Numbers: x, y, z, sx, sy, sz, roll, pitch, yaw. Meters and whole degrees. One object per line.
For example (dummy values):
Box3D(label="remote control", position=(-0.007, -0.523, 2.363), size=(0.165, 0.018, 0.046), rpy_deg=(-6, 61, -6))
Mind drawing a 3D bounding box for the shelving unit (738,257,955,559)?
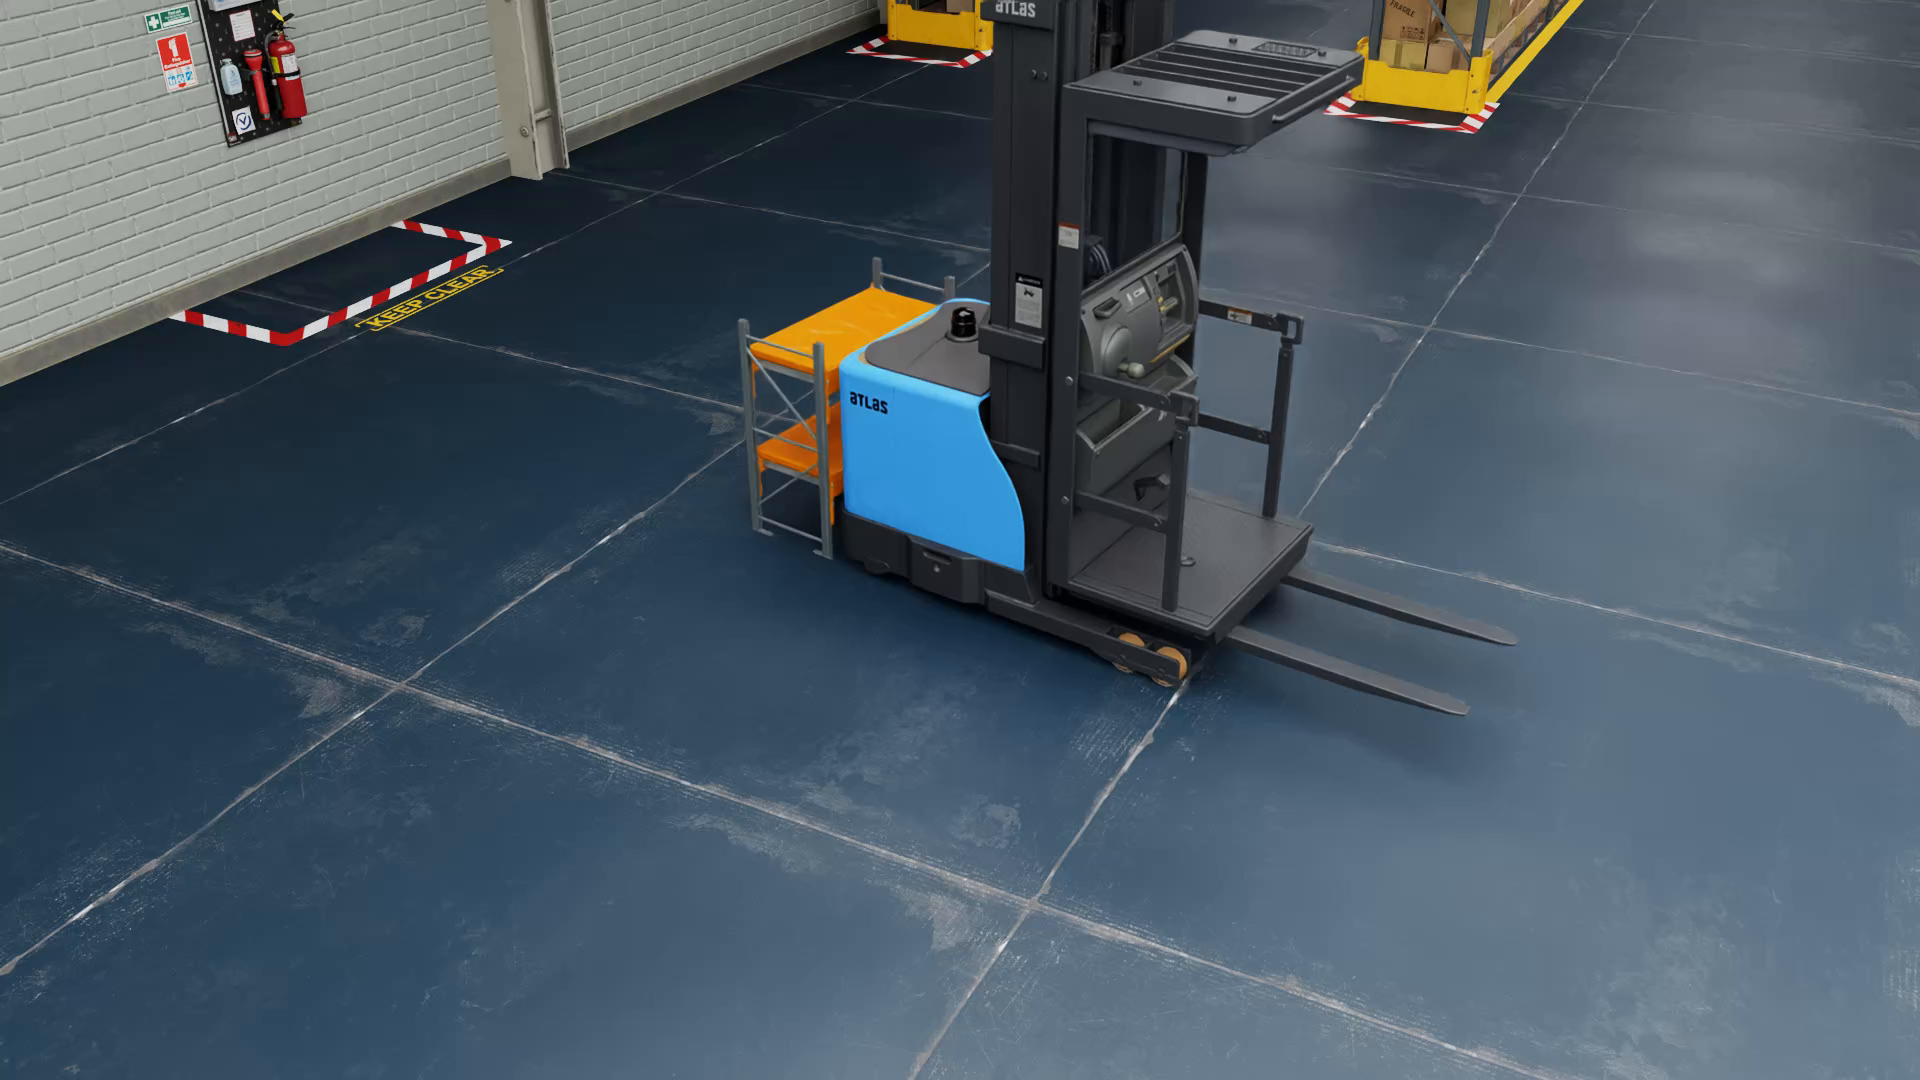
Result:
Box3D(label="shelving unit", position=(-0.533, -0.678, 8.302), size=(0.538, 1.125, 1.048), rpy_deg=(20, 35, 30))

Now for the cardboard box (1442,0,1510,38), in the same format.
Box3D(label="cardboard box", position=(4.864, -5.042, 15.604), size=(0.500, 0.500, 0.500), rpy_deg=(14, 33, 23))

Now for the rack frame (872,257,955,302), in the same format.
Box3D(label="rack frame", position=(-0.237, -0.884, 8.660), size=(0.500, 1.125, 0.032), rpy_deg=(20, 35, 30))

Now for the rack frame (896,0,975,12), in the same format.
Box3D(label="rack frame", position=(-0.216, -6.440, 16.452), size=(1.000, 3.000, 0.127), rpy_deg=(14, 33, 23))

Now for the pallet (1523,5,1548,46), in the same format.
Box3D(label="pallet", position=(5.618, -5.539, 17.683), size=(1.003, 0.211, 1.213), rpy_deg=(14, 33, 23))

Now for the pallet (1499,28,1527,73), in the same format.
Box3D(label="pallet", position=(5.063, -4.996, 16.738), size=(1.003, 0.211, 1.213), rpy_deg=(14, 33, 23))

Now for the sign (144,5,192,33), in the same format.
Box3D(label="sign", position=(-4.894, -3.223, 10.283), size=(0.001, 0.109, 0.331), rpy_deg=(14, 33, 23))

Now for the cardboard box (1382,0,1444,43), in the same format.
Box3D(label="cardboard box", position=(4.175, -4.938, 15.423), size=(0.500, 0.500, 0.500), rpy_deg=(14, 33, 23))

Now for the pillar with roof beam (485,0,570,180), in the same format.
Box3D(label="pillar with roof beam", position=(0.432, -5.911, 9.508), size=(9.100, 9.000, 0.400), rpy_deg=(14, 33, 23))

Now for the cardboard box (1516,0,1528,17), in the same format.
Box3D(label="cardboard box", position=(5.323, -5.484, 16.374), size=(0.500, 0.500, 0.500), rpy_deg=(14, 33, 23))

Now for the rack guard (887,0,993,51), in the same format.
Box3D(label="rack guard", position=(-0.181, -5.390, 17.133), size=(1.175, 0.500, 0.348), rpy_deg=(14, 33, 23))

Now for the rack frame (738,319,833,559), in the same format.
Box3D(label="rack frame", position=(-0.829, -0.473, 7.943), size=(0.500, 1.125, 0.032), rpy_deg=(20, 35, 30))

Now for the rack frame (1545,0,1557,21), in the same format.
Box3D(label="rack frame", position=(6.018, -7.091, 17.586), size=(1.000, 3.000, 0.127), rpy_deg=(14, 33, 23))

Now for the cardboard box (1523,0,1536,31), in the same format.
Box3D(label="cardboard box", position=(5.550, -5.381, 16.948), size=(0.500, 0.250, 0.500), rpy_deg=(14, 33, 23))

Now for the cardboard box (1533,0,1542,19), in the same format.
Box3D(label="cardboard box", position=(5.764, -5.606, 17.340), size=(0.500, 0.250, 0.500), rpy_deg=(14, 33, 23))

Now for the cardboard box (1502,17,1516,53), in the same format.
Box3D(label="cardboard box", position=(5.090, -4.939, 16.178), size=(0.500, 0.250, 0.500), rpy_deg=(14, 33, 23))

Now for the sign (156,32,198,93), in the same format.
Box3D(label="sign", position=(-4.904, -2.993, 10.415), size=(0.001, 0.329, 0.234), rpy_deg=(14, 33, 23))

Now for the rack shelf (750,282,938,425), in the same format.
Box3D(label="rack shelf", position=(-0.533, -0.932, 8.156), size=(0.538, 0.278, 1.000), rpy_deg=(20, 35, 30))

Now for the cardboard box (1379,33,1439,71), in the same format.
Box3D(label="cardboard box", position=(4.177, -4.612, 15.609), size=(0.500, 0.250, 0.500), rpy_deg=(14, 33, 23))

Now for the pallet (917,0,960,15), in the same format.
Box3D(label="pallet", position=(0.220, -5.616, 17.818), size=(1.003, 0.211, 1.213), rpy_deg=(14, 33, 23))

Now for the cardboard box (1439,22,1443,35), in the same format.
Box3D(label="cardboard box", position=(4.394, -4.837, 16.000), size=(0.500, 0.250, 0.500), rpy_deg=(14, 33, 23))

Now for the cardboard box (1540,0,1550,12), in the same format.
Box3D(label="cardboard box", position=(6.001, -5.826, 17.722), size=(0.500, 0.250, 0.500), rpy_deg=(14, 33, 23))

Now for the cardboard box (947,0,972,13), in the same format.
Box3D(label="cardboard box", position=(0.179, -5.751, 17.511), size=(0.500, 0.311, 0.500), rpy_deg=(11, 32, 18))

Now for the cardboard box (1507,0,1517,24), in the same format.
Box3D(label="cardboard box", position=(5.080, -5.267, 15.995), size=(0.500, 0.500, 0.500), rpy_deg=(14, 33, 23))

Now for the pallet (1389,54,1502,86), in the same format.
Box3D(label="pallet", position=(4.507, -4.457, 15.799), size=(1.003, 0.211, 1.213), rpy_deg=(14, 33, 23))

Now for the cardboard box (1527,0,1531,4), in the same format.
Box3D(label="cardboard box", position=(5.538, -5.709, 16.766), size=(0.500, 0.500, 0.500), rpy_deg=(14, 33, 23))

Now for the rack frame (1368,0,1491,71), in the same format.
Box3D(label="rack frame", position=(4.195, -5.318, 14.498), size=(1.000, 3.000, 0.127), rpy_deg=(14, 33, 23))

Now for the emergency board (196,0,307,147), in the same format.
Box3D(label="emergency board", position=(-4.560, -3.200, 10.810), size=(0.194, 1.169, 0.643), rpy_deg=(14, 33, 23))

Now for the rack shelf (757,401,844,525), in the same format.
Box3D(label="rack shelf", position=(-0.533, -0.466, 8.423), size=(0.538, 0.278, 1.000), rpy_deg=(20, 35, 30))

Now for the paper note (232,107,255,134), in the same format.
Box3D(label="paper note", position=(-4.702, -2.755, 10.920), size=(0.016, 0.148, 0.142), rpy_deg=(14, 33, 23))

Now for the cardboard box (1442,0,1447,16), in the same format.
Box3D(label="cardboard box", position=(4.617, -5.385, 16.201), size=(0.500, 0.500, 0.500), rpy_deg=(14, 33, 23))

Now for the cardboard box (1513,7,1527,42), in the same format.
Box3D(label="cardboard box", position=(5.323, -5.159, 16.562), size=(0.500, 0.250, 0.500), rpy_deg=(14, 33, 23))

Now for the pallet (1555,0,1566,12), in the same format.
Box3D(label="pallet", position=(6.319, -6.217, 18.865), size=(1.003, 0.211, 1.213), rpy_deg=(14, 33, 23))

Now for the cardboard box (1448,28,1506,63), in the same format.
Box3D(label="cardboard box", position=(4.862, -4.717, 15.792), size=(0.500, 0.250, 0.500), rpy_deg=(14, 33, 23))

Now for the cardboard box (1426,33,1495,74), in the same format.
Box3D(label="cardboard box", position=(4.638, -4.495, 15.404), size=(0.500, 0.250, 0.500), rpy_deg=(14, 33, 23))

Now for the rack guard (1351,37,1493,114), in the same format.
Box3D(label="rack guard", position=(4.185, -4.223, 15.102), size=(1.175, 0.500, 0.348), rpy_deg=(14, 33, 23))

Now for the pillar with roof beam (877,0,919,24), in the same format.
Box3D(label="pillar with roof beam", position=(3.165, -8.571, 14.140), size=(9.100, 9.000, 0.400), rpy_deg=(14, 33, 23))

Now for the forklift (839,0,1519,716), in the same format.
Box3D(label="forklift", position=(0.940, -0.943, 6.949), size=(3.031, 2.935, 1.130), rpy_deg=(19, 35, 29))
